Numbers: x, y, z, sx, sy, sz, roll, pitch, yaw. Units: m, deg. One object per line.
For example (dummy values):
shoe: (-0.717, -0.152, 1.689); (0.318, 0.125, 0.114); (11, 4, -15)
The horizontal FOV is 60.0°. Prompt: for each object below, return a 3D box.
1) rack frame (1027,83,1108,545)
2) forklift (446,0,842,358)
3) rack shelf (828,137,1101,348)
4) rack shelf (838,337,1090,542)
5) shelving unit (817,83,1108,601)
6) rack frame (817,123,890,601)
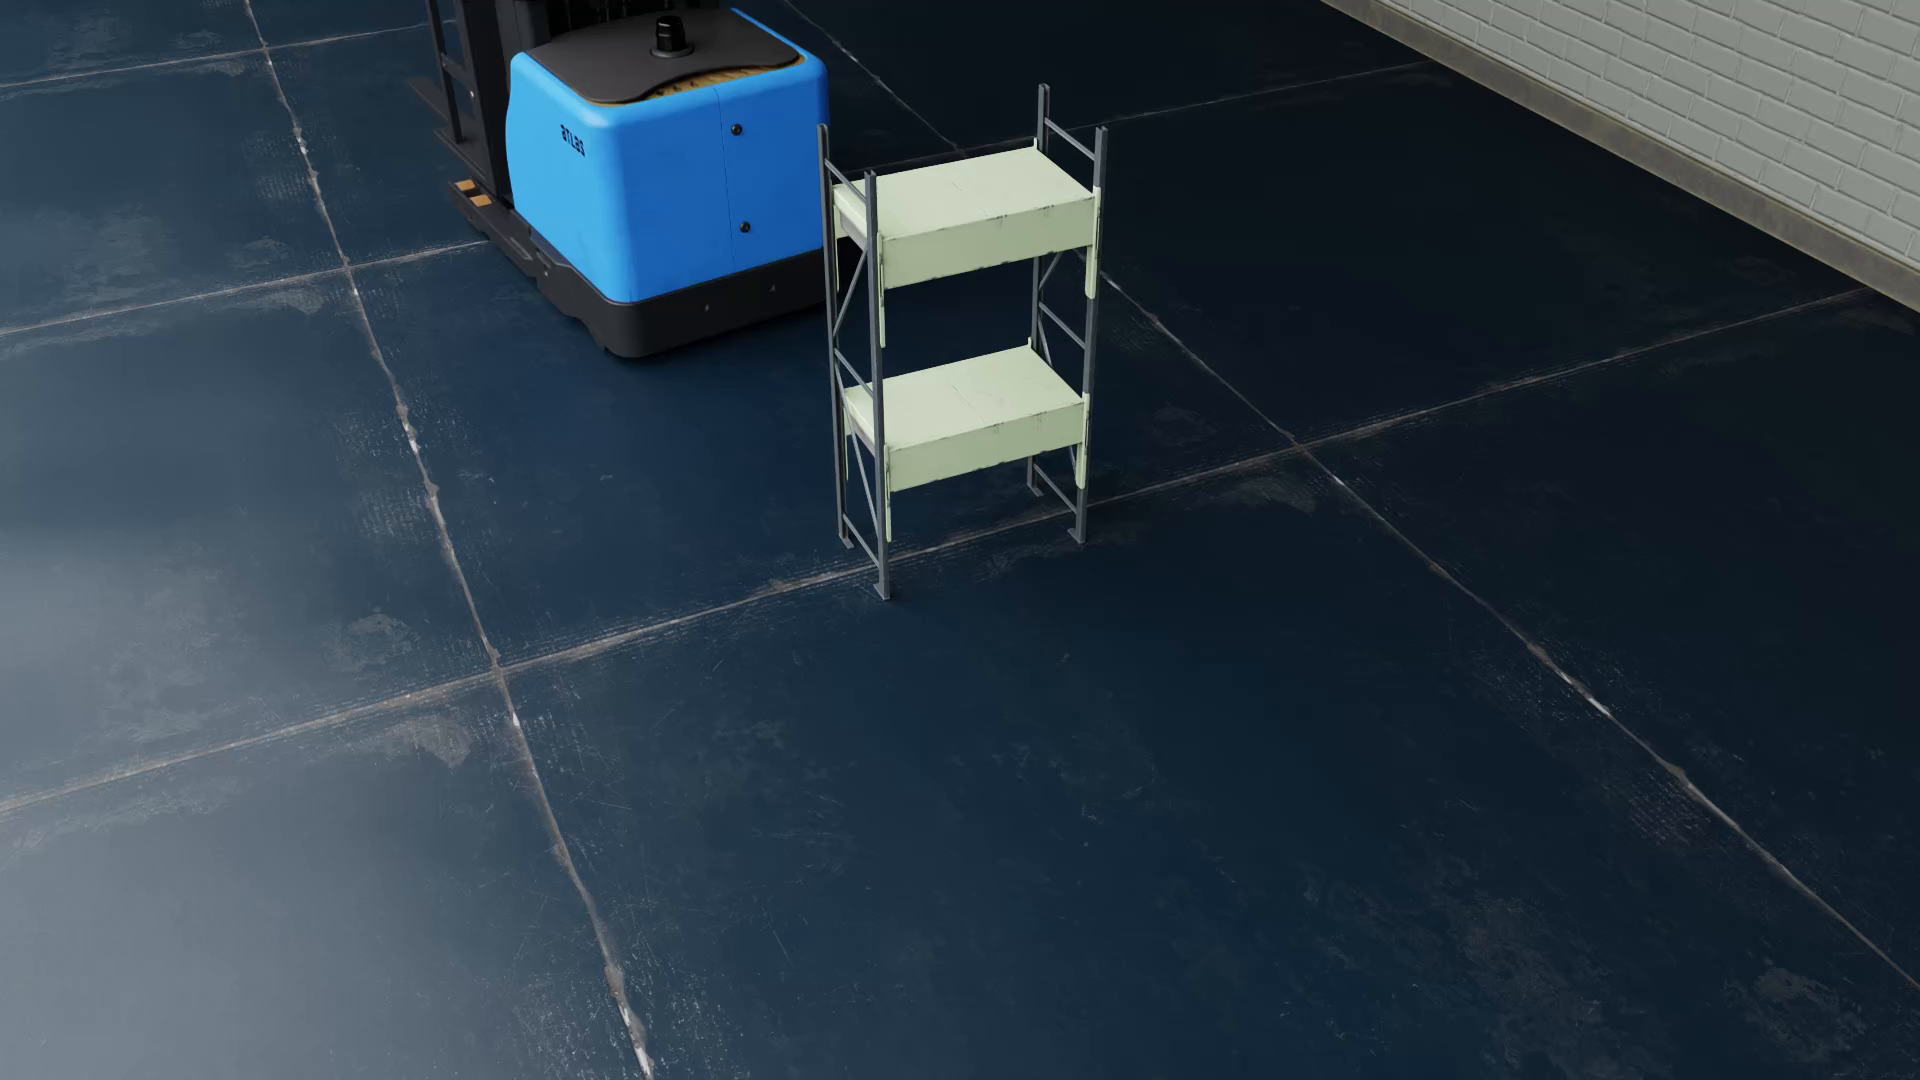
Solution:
rack frame: (0.337, -0.697, 5.430); (0.023, 1.500, 0.400); (-16, 39, -20)
forklift: (-1.737, -2.741, 6.985); (1.130, 2.935, 3.031); (-22, 42, -26)
rack shelf: (0.006, -0.918, 5.073); (0.720, 0.370, 0.431); (-16, 39, -20)
rack shelf: (0.006, -0.342, 5.500); (0.720, 0.370, 0.431); (-16, 39, -20)
shelving unit: (0.006, -0.604, 5.305); (0.755, 1.500, 0.431); (-16, 39, -20)
rack frame: (-0.325, -0.511, 5.181); (0.023, 1.500, 0.400); (-16, 39, -20)
